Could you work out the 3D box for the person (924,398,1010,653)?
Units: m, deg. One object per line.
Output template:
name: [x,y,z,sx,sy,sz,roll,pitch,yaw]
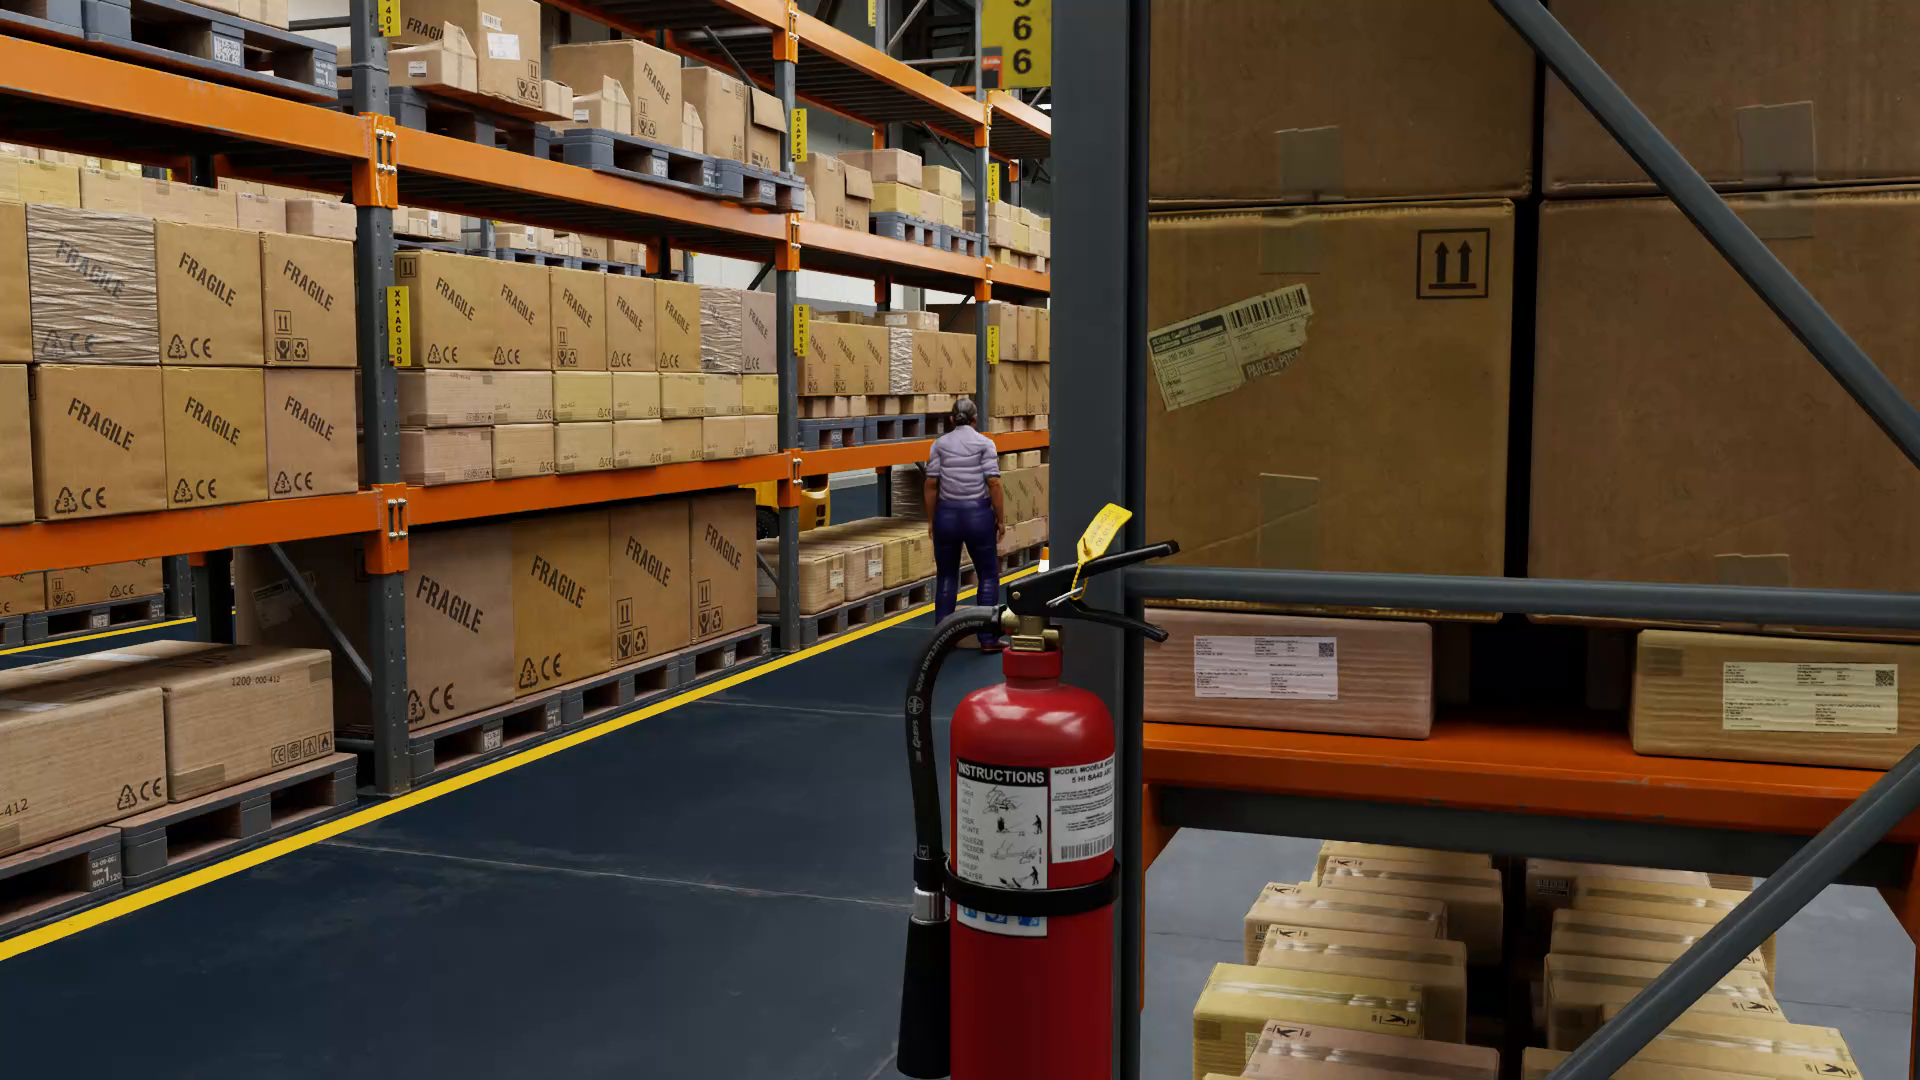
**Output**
person: [0.039,-0.095,10.809,0.542,1.651,0.369,1,5,14]
